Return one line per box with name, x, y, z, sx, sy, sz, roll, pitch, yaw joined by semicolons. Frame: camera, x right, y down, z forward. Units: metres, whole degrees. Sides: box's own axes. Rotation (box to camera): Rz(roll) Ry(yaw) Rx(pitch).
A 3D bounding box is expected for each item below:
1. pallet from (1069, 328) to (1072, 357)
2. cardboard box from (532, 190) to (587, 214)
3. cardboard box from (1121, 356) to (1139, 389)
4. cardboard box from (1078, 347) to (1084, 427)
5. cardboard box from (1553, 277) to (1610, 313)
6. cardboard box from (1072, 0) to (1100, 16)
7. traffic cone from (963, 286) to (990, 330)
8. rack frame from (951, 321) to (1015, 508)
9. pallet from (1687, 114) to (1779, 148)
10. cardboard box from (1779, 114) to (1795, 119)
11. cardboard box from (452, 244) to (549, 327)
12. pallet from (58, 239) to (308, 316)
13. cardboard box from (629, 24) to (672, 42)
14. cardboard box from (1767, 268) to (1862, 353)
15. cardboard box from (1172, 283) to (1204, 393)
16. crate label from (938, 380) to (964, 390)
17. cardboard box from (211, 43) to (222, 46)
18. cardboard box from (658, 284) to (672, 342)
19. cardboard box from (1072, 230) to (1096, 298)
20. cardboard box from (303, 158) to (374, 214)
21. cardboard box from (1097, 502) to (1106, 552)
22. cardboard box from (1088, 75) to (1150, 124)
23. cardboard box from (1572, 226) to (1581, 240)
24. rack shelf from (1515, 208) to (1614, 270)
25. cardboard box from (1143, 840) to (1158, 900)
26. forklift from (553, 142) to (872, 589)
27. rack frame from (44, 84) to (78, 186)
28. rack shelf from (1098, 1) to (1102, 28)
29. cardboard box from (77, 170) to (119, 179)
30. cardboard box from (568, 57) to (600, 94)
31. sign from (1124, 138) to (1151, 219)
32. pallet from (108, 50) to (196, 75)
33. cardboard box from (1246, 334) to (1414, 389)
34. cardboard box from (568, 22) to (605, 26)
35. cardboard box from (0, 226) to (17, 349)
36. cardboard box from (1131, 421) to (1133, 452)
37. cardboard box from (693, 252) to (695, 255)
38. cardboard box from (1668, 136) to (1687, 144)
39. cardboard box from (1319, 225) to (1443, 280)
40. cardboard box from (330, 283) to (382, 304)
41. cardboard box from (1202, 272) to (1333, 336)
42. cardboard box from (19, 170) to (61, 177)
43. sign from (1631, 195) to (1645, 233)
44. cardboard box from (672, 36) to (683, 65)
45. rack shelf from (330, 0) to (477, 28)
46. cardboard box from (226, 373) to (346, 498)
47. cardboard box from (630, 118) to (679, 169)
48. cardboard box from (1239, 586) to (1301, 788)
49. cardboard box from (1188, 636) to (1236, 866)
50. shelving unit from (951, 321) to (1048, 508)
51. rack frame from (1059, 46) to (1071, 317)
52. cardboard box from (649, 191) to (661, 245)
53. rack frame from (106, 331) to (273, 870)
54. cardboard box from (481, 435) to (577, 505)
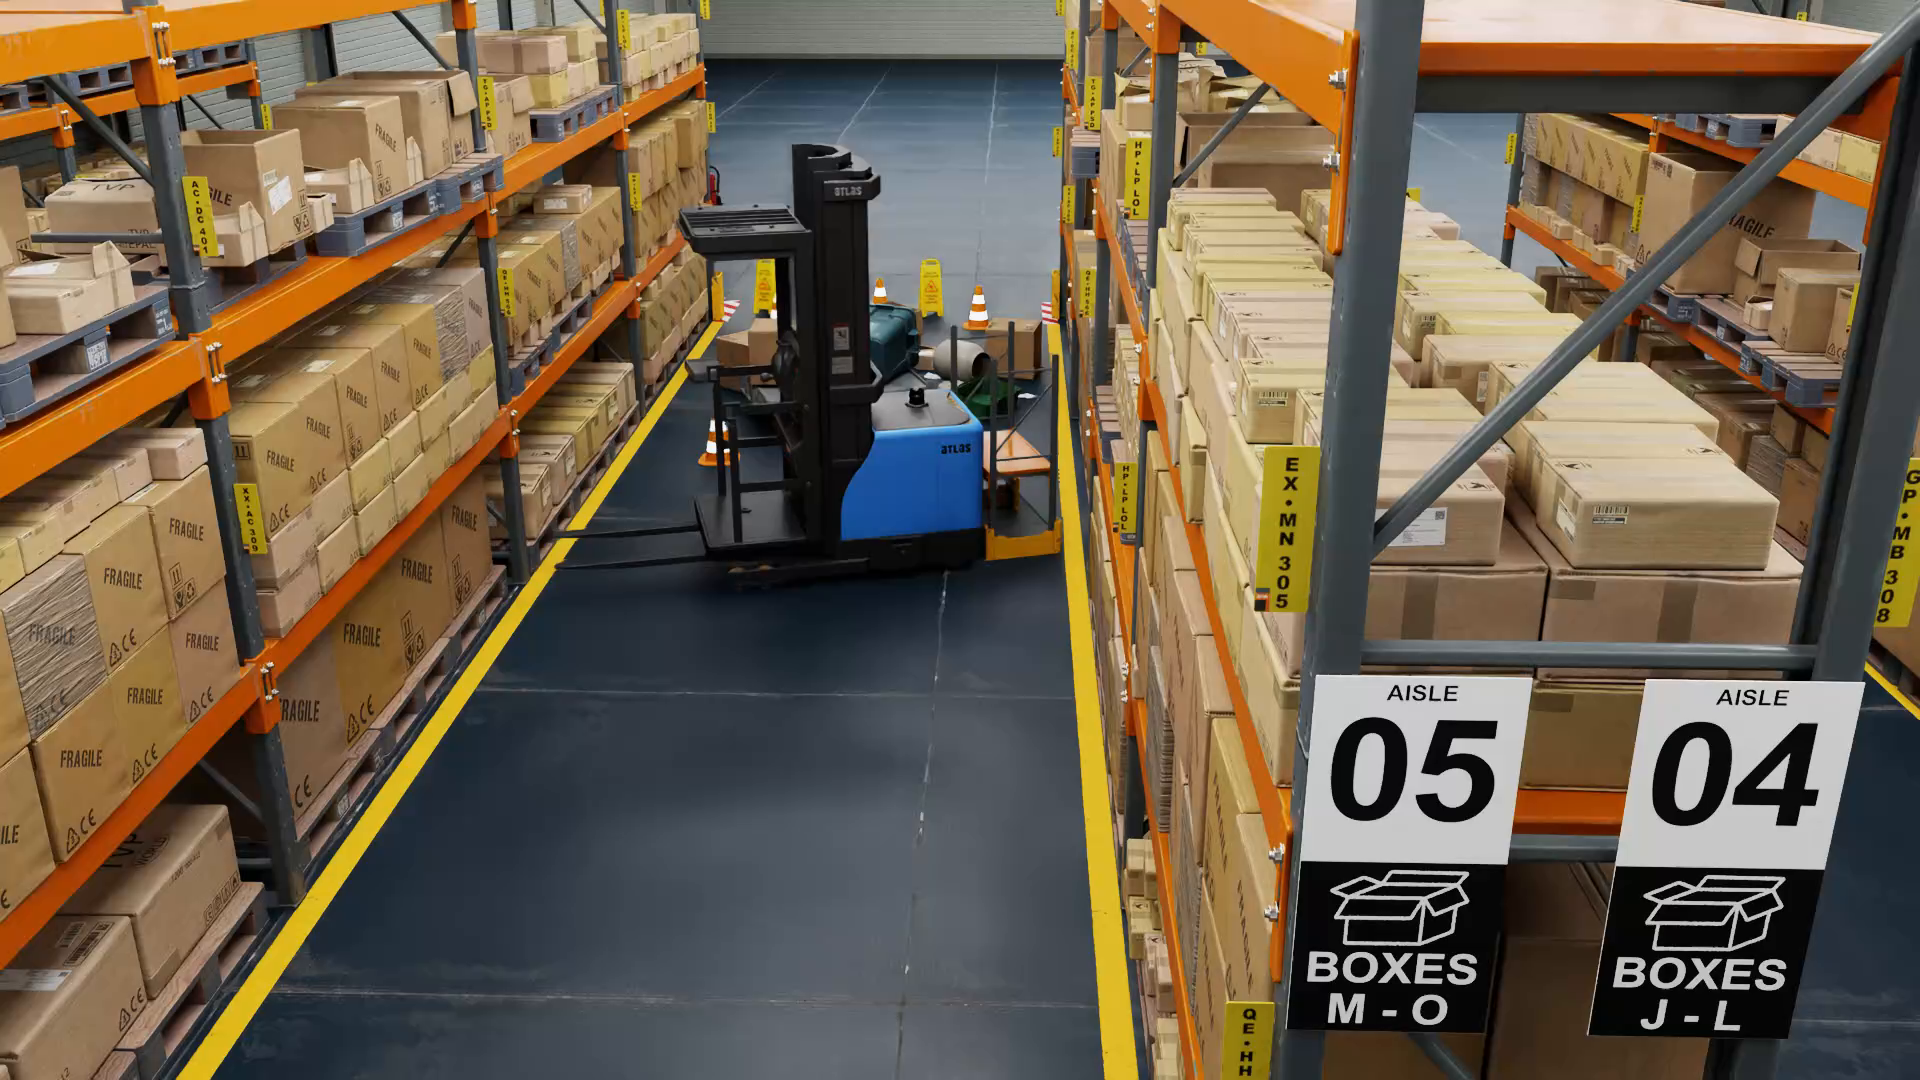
pallet;1.655;-1.948;17.257;1.003;0.211;1.213;1;21;2
cardboard box;-3.213;-2.715;13.352;0.380;0.149;0.250;0;21;-1
cardboard box;1.164;-0.995;9.890;0.380;0.149;0.250;0;21;-1
cardboard box;1.590;-1.453;14.657;1.050;0.750;0.750;1;21;1
cardboard box;6.576;-2.475;17.636;0.500;0.500;0.500;6;22;16
cardboard box;1.251;-5.019;15.697;0.380;0.149;0.250;0;21;1
traffic cone;0.205;-2.619;18.638;0.336;0.463;0.334;1;21;2
rack frame;0.174;-0.941;12.881;0.500;1.500;0.032;-6;22;-15
pallet;6.320;-3.154;12.624;1.213;0.211;1.003;1;21;2
cardboard box;6.152;-3.212;11.684;0.500;0.500;0.500;1;21;3
cardboard box;-3.300;-1.833;11.976;0.500;0.500;0.500;2;21;4
pallet;-3.696;-1.298;7.846;0.805;0.209;1.217;0;21;-1
cardboard box;-3.038;-4.968;16.285;0.380;0.149;0.250;1;21;3
cardboard box;6.246;-1.635;11.878;0.700;0.500;0.500;4;22;10
cardboard box;0.972;-0.667;5.472;0.500;0.250;0.500;1;21;3
crate label;-0.062;-1.456;16.093;0.298;0.136;0.250;-16;26;-35
cardboard box;-7.993;-5.270;17.445;0.380;0.149;0.250;0;21;0
cardboard box;-3.139;-2.217;16.280;0.500;0.500;0.500;1;21;4
cardboard box;1.234;-2.391;14.406;0.500;0.500;0.500;1;21;2
cardboard box;-3.269;-1.845;8.596;0.396;0.266;0.258;2;21;6
cardboard box;1.119;-0.035;10.311;0.500;0.250;0.500;0;21;1
cardboard box;1.129;-3.066;11.541;0.500;0.311;0.500;1;21;2
cardboard box;6.331;-3.036;16.554;0.380;0.149;0.250;1;21;2
rack shelf;-1.122;-0.723;11.240;15.872;0.370;15.908;1;21;2
cardboard box;0.991;1.438;7.214;0.380;0.149;0.250;2;21;4
forklift;-1.306;-1.506;12.357;3.586;2.935;2.622;-5;22;-13
rack frame;-8.393;-2.603;15.090;1.000;3.000;0.127;1;21;2
rack shelf;1.458;-4.083;12.160;1.077;0.370;4.000;1;21;2
cardboard box;-8.170;-3.390;15.673;0.380;0.149;0.250;0;21;1
cardboard box;-3.305;-3.861;13.813;0.500;0.250;0.500;0;21;1
sign;0.721;-1.467;6.757;0.100;0.325;0.005;1;21;2
pallet;-8.353;-4.709;16.493;1.003;0.211;1.213;1;21;2
cardboard box;0.951;-0.432;4.314;0.380;0.149;0.250;0;21;0
cardboard box;-3.669;-5.067;16.540;0.380;0.149;0.250;1;21;3
cardboard box;-3.684;-0.858;5.585;0.797;0.503;0.637;2;21;6
cardboard box;1.140;-0.567;9.198;0.380;0.149;0.250;1;21;4
cardboard box;-3.018;-3.136;17.751;0.380;0.149;0.250;1;21;3
cardboard box;6.755;-3.433;15.297;0.500;0.500;0.500;1;21;2
cardboard box;1.450;-0.992;5.758;0.380;0.149;0.250;1;21;4
cardboard box;-3.818;-1.261;10.111;0.500;0.500;0.500;1;21;2
cardboard box;0.942;-0.714;5.042;0.380;0.149;0.250;0;21;0
cardboard box;-8.642;-3.395;15.687;0.380;0.149;0.250;0;21;1
sign;5.931;-2.847;14.523;0.100;0.325;0.005;1;21;2
cardboard box;-3.084;-4.905;16.674;0.500;0.250;0.500;1;21;3
rack shelf;-3.492;-4.101;12.206;1.077;0.370;4.000;1;21;2
cardboard box;-3.386;-0.510;8.176;0.500;0.500;0.500;1;21;1
cardboard box;-3.197;-3.913;16.535;0.700;0.500;0.500;1;21;1
cardboard box;0.904;0.311;3.640;0.500;0.250;0.500;0;21;0
cardboard box;0.942;0.616;4.862;0.500;0.500;0.500;2;21;4
shelving unit;0.307;-0.776;12.454;0.500;1.500;0.985;-6;22;-15
rack frame;1.641;-3.978;18.634;1.000;3.000;0.127;1;21;2
cardboard box;-3.148;-3.072;15.751;0.500;0.500;0.500;1;21;1
rack frame;-3.678;0.343;7.498;0.949;2.616;0.053;1;21;2
cardboard box;-3.512;-0.545;12.839;0.950;0.372;0.625;0;21;1
